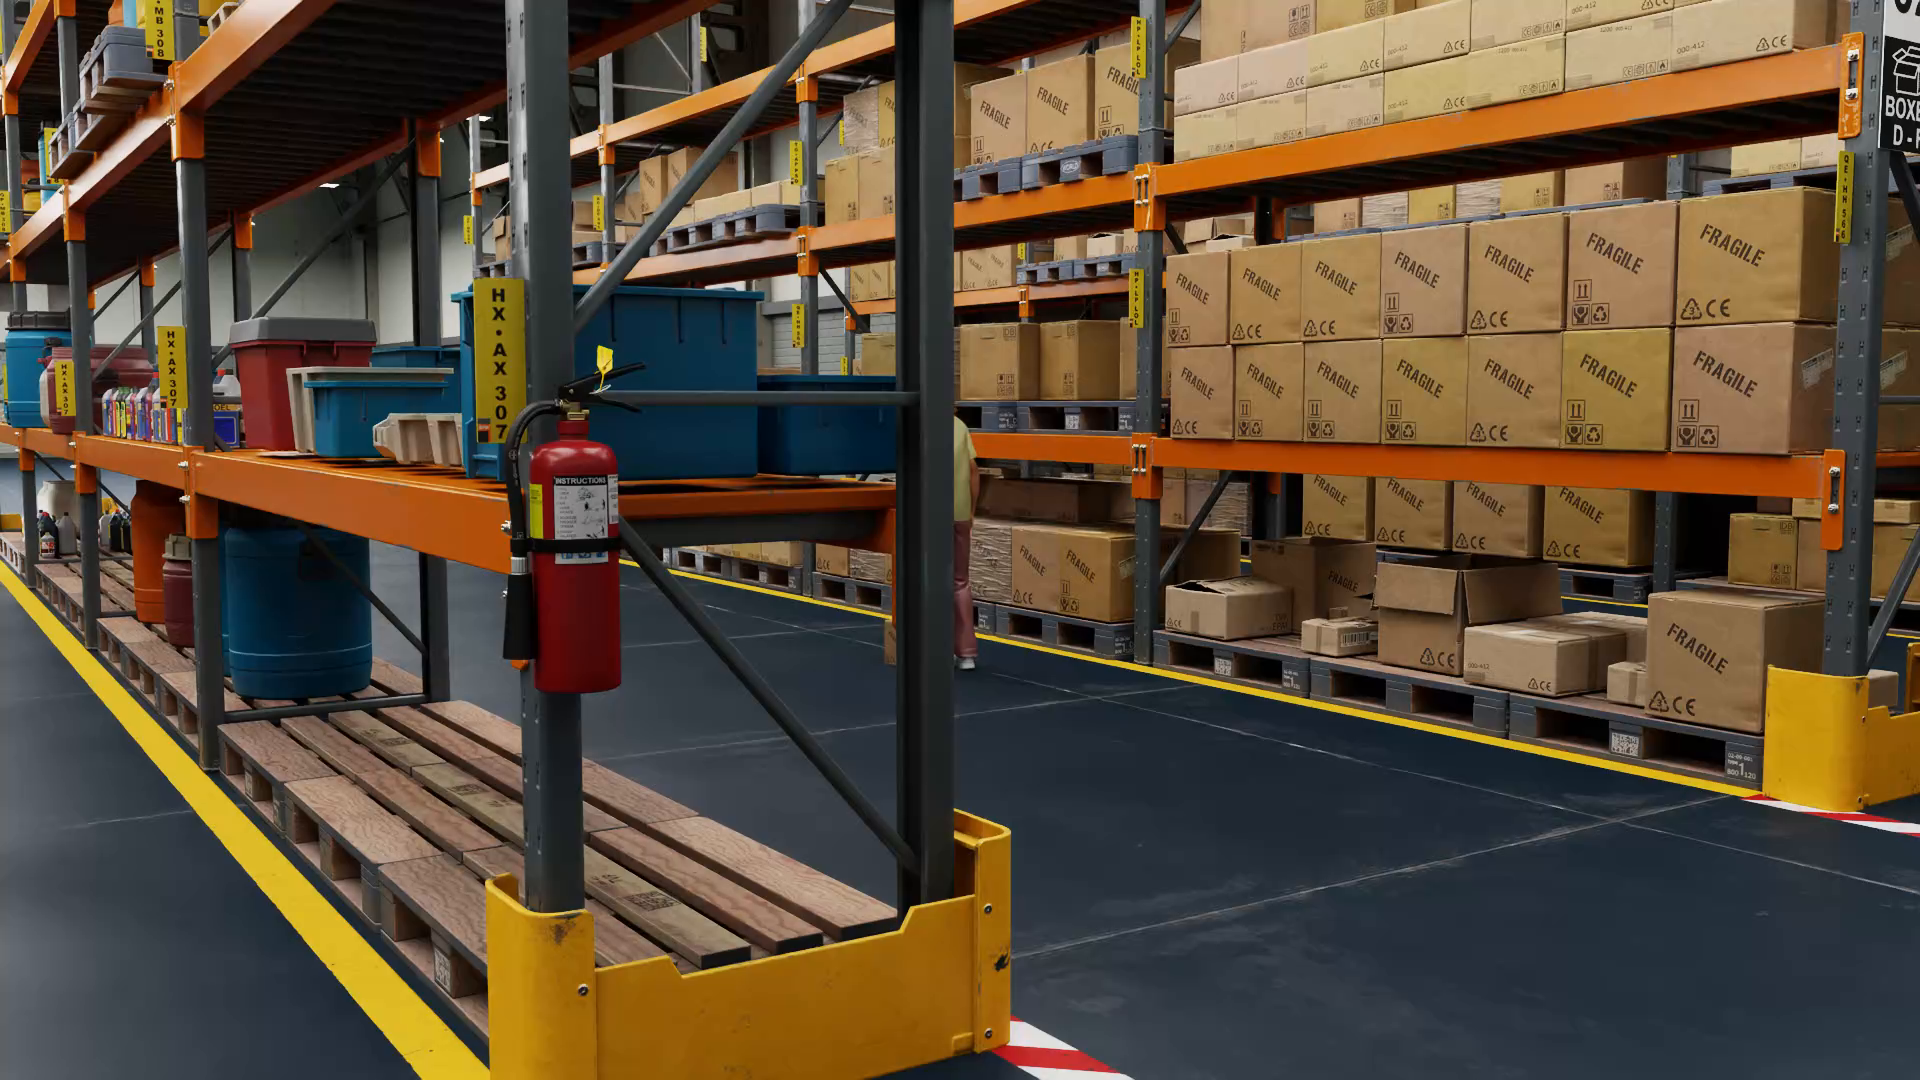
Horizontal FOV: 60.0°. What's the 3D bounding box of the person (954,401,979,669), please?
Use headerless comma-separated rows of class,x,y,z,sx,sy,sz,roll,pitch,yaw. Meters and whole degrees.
person,-0.124,-0.102,9.282,0.516,1.671,0.364,-3,6,-36
